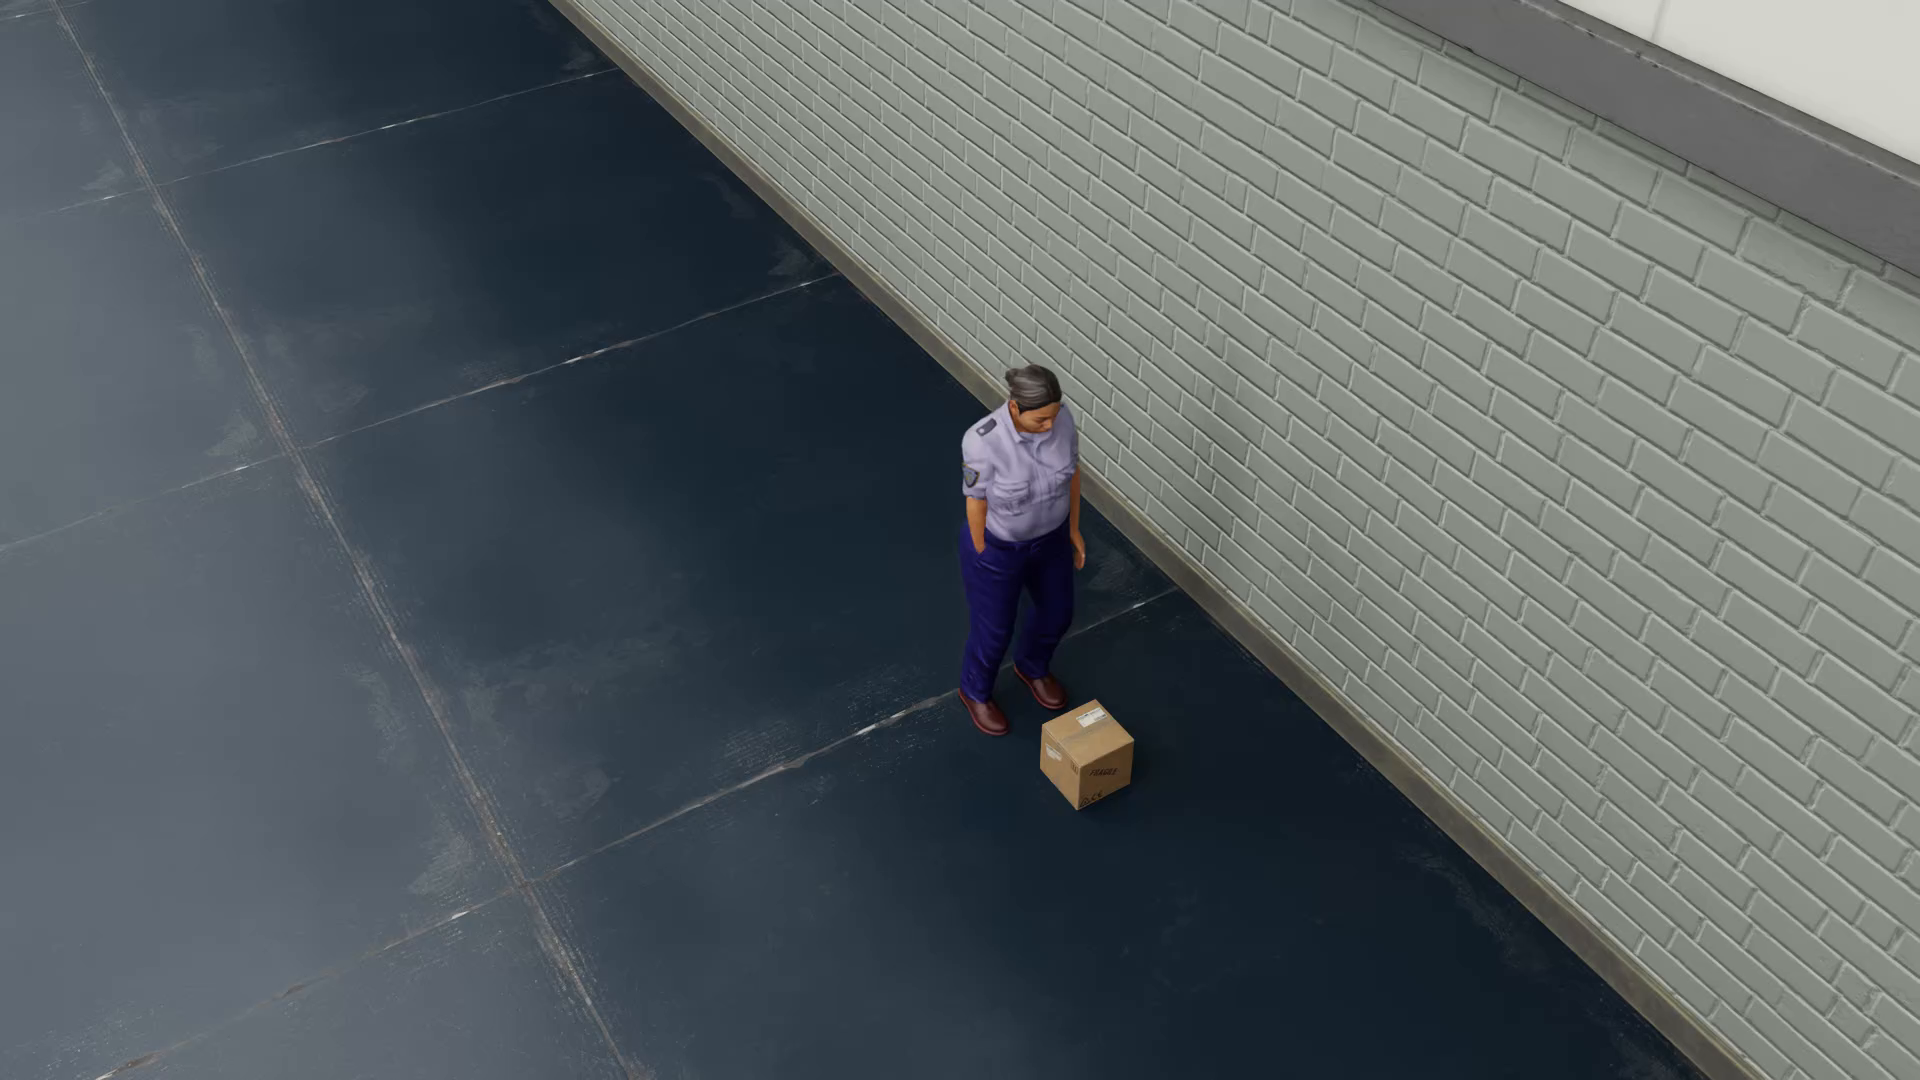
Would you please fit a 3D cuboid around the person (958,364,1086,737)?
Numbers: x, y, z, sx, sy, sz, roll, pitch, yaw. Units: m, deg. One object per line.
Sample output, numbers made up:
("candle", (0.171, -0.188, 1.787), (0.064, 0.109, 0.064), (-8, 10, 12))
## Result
("person", (0.229, 0.012, 6.175), (0.480, 1.636, 0.336), (-22, 46, -23))
